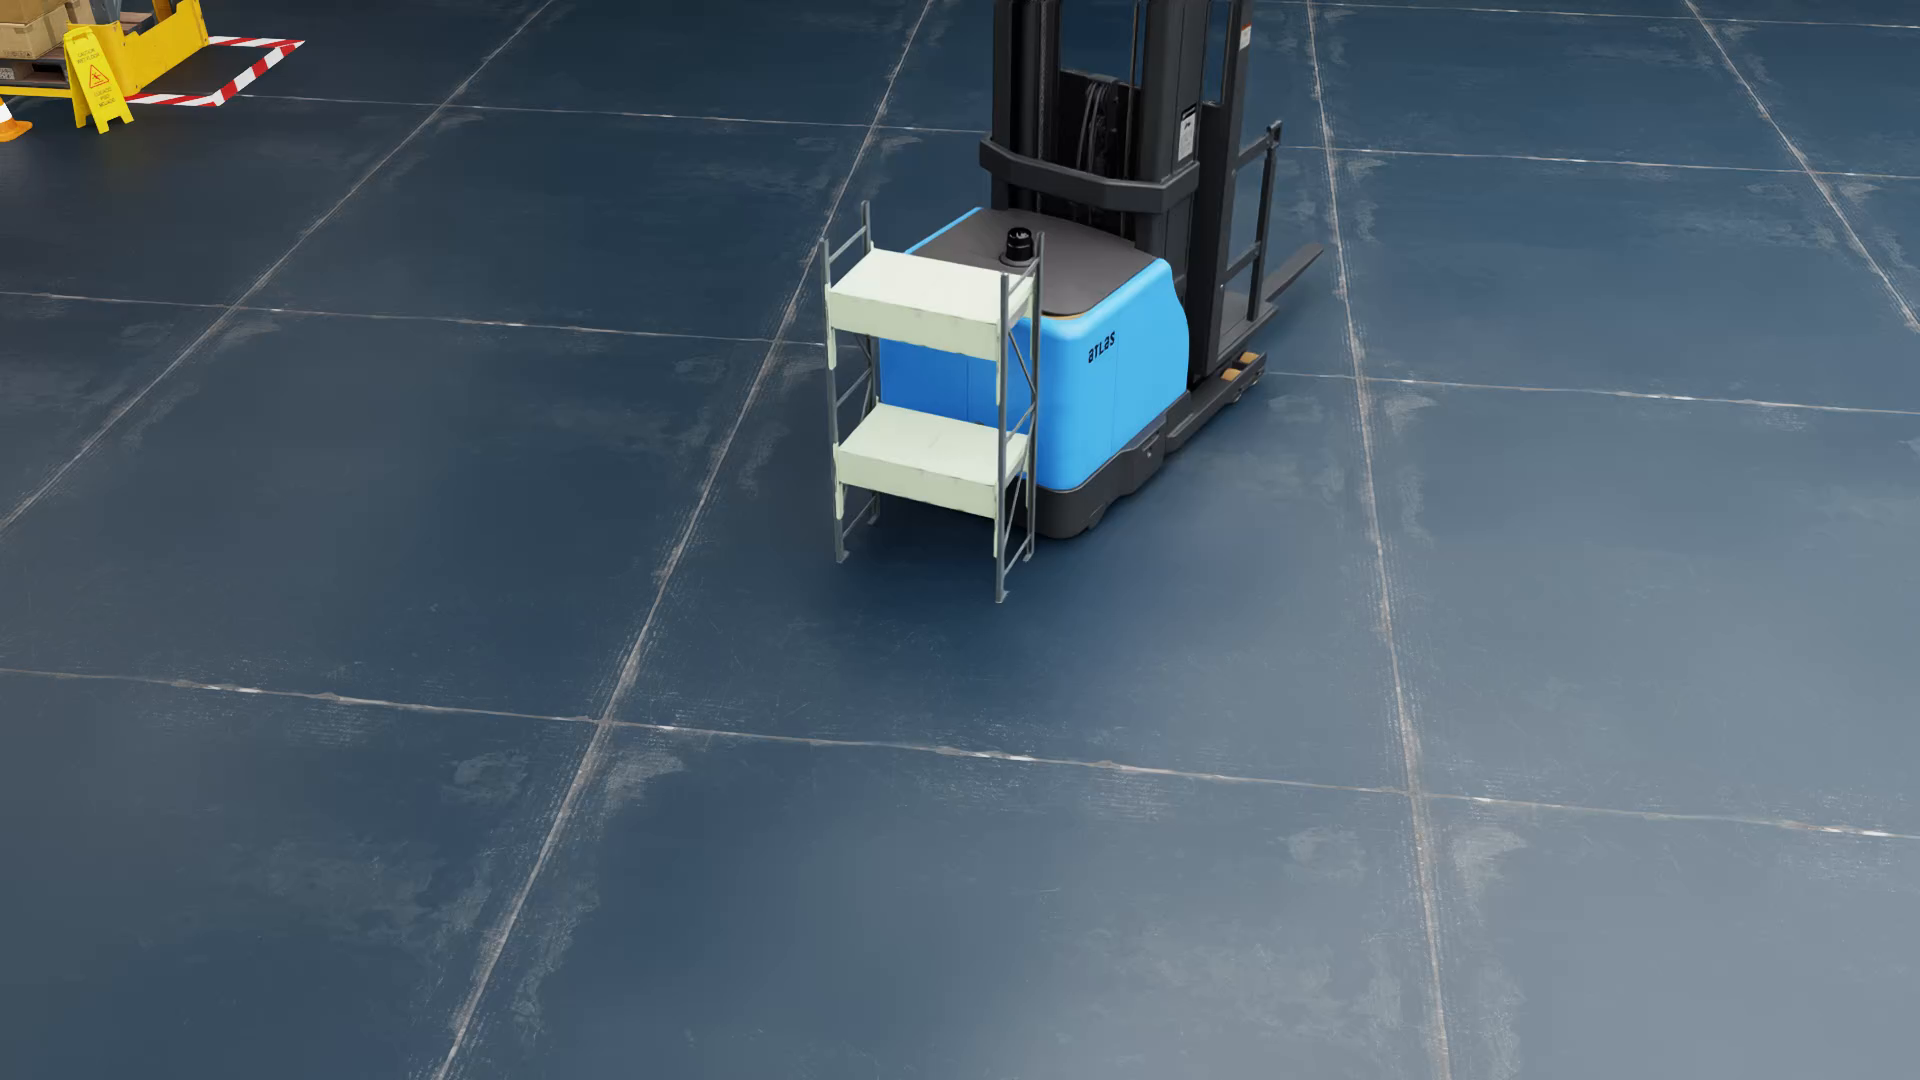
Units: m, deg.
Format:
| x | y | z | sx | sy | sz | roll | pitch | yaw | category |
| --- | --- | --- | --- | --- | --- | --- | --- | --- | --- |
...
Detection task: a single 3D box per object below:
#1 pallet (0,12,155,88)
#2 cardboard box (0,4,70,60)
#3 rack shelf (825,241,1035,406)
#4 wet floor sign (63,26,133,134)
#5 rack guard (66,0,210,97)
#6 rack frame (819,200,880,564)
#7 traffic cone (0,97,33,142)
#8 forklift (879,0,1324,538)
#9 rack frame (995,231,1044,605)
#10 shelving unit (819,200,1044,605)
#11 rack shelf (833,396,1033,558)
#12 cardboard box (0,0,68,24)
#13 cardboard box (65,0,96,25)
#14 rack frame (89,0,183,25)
| x | y | z | sx | sy | sz | roll | pitch | yaw | category |
| --- | --- | --- | --- | --- | --- | --- | --- | --- | --- |
| -6.664 | -3.593 | 12.102 | 1.213 | 0.211 | 1.003 | 4 | 36 | 6 | pallet |
| -6.647 | -3.600 | 11.717 | 0.500 | 0.250 | 0.500 | 4 | 36 | 6 | cardboard box |
| -0.105 | -0.852 | 6.481 | 0.720 | 0.370 | 0.431 | 14 | 38 | 18 | rack shelf |
| -5.735 | -3.053 | 10.972 | 0.232 | 0.644 | 0.267 | 17 | 39 | 22 | wet floor sign |
| -5.863 | -3.630 | 11.905 | 0.348 | 0.500 | 1.175 | 4 | 36 | 6 | rack guard |
| -0.443 | -0.616 | 6.822 | 0.023 | 1.500 | 0.400 | 14 | 38 | 18 | rack frame |
| -6.378 | -2.897 | 10.911 | 0.334 | 0.463 | 0.336 | 4 | 36 | 6 | traffic cone |
| 0.876 | -2.015 | 7.551 | 1.130 | 2.935 | 3.031 | 22 | 41 | 27 | forklift |
| 0.233 | -0.453 | 6.593 | 0.023 | 1.500 | 0.400 | 14 | 38 | 18 | rack frame |
| -0.105 | -0.534 | 6.707 | 0.755 | 1.500 | 0.431 | 14 | 38 | 18 | shelving unit |
| -0.105 | -0.269 | 6.897 | 0.720 | 0.370 | 0.431 | 14 | 38 | 18 | rack shelf |
| -6.615 | -3.907 | 11.503 | 0.500 | 0.500 | 0.500 | 4 | 36 | 6 | cardboard box |
| -6.552 | -3.912 | 12.155 | 0.500 | 0.250 | 0.500 | 4 | 36 | 6 | cardboard box |
| -5.787 | -4.641 | 11.171 | 0.127 | 3.000 | 1.000 | 4 | 36 | 6 | rack frame |
